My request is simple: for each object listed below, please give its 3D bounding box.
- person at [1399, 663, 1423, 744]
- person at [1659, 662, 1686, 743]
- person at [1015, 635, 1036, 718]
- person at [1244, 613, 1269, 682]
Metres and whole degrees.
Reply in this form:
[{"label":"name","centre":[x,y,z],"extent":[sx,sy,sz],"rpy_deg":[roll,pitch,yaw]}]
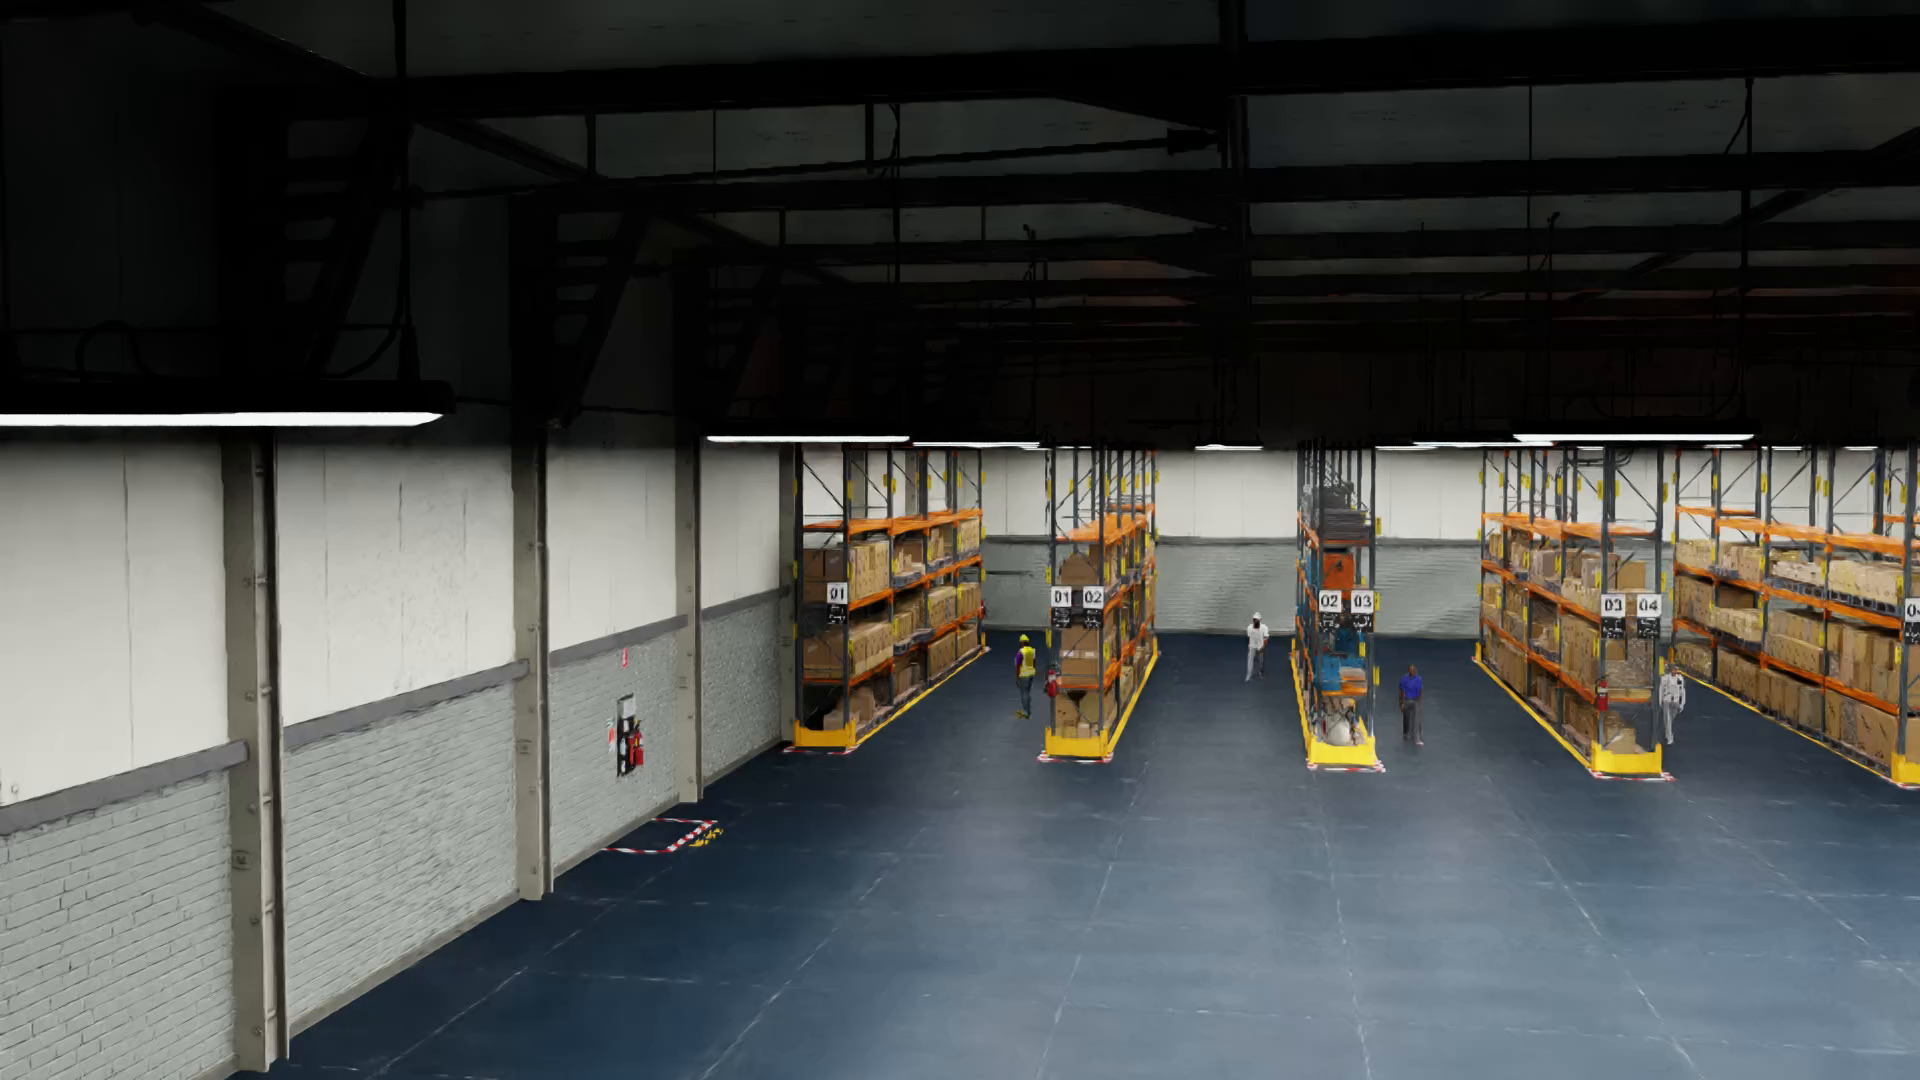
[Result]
[{"label":"person","centre":[8.862,3.180,32.690],"extent":[0.447,1.559,1.088],"rpy_deg":[1,3,12]},{"label":"person","centre":[14.037,3.175,32.749],"extent":[0.486,1.587,1.089],"rpy_deg":[0,3,8]},{"label":"person","centre":[1.353,2.924,35.927],"extent":[0.514,1.770,0.659],"rpy_deg":[2,4,38]},{"label":"person","centre":[7.398,2.666,41.404],"extent":[0.572,1.704,1.029],"rpy_deg":[1,3,20]}]
